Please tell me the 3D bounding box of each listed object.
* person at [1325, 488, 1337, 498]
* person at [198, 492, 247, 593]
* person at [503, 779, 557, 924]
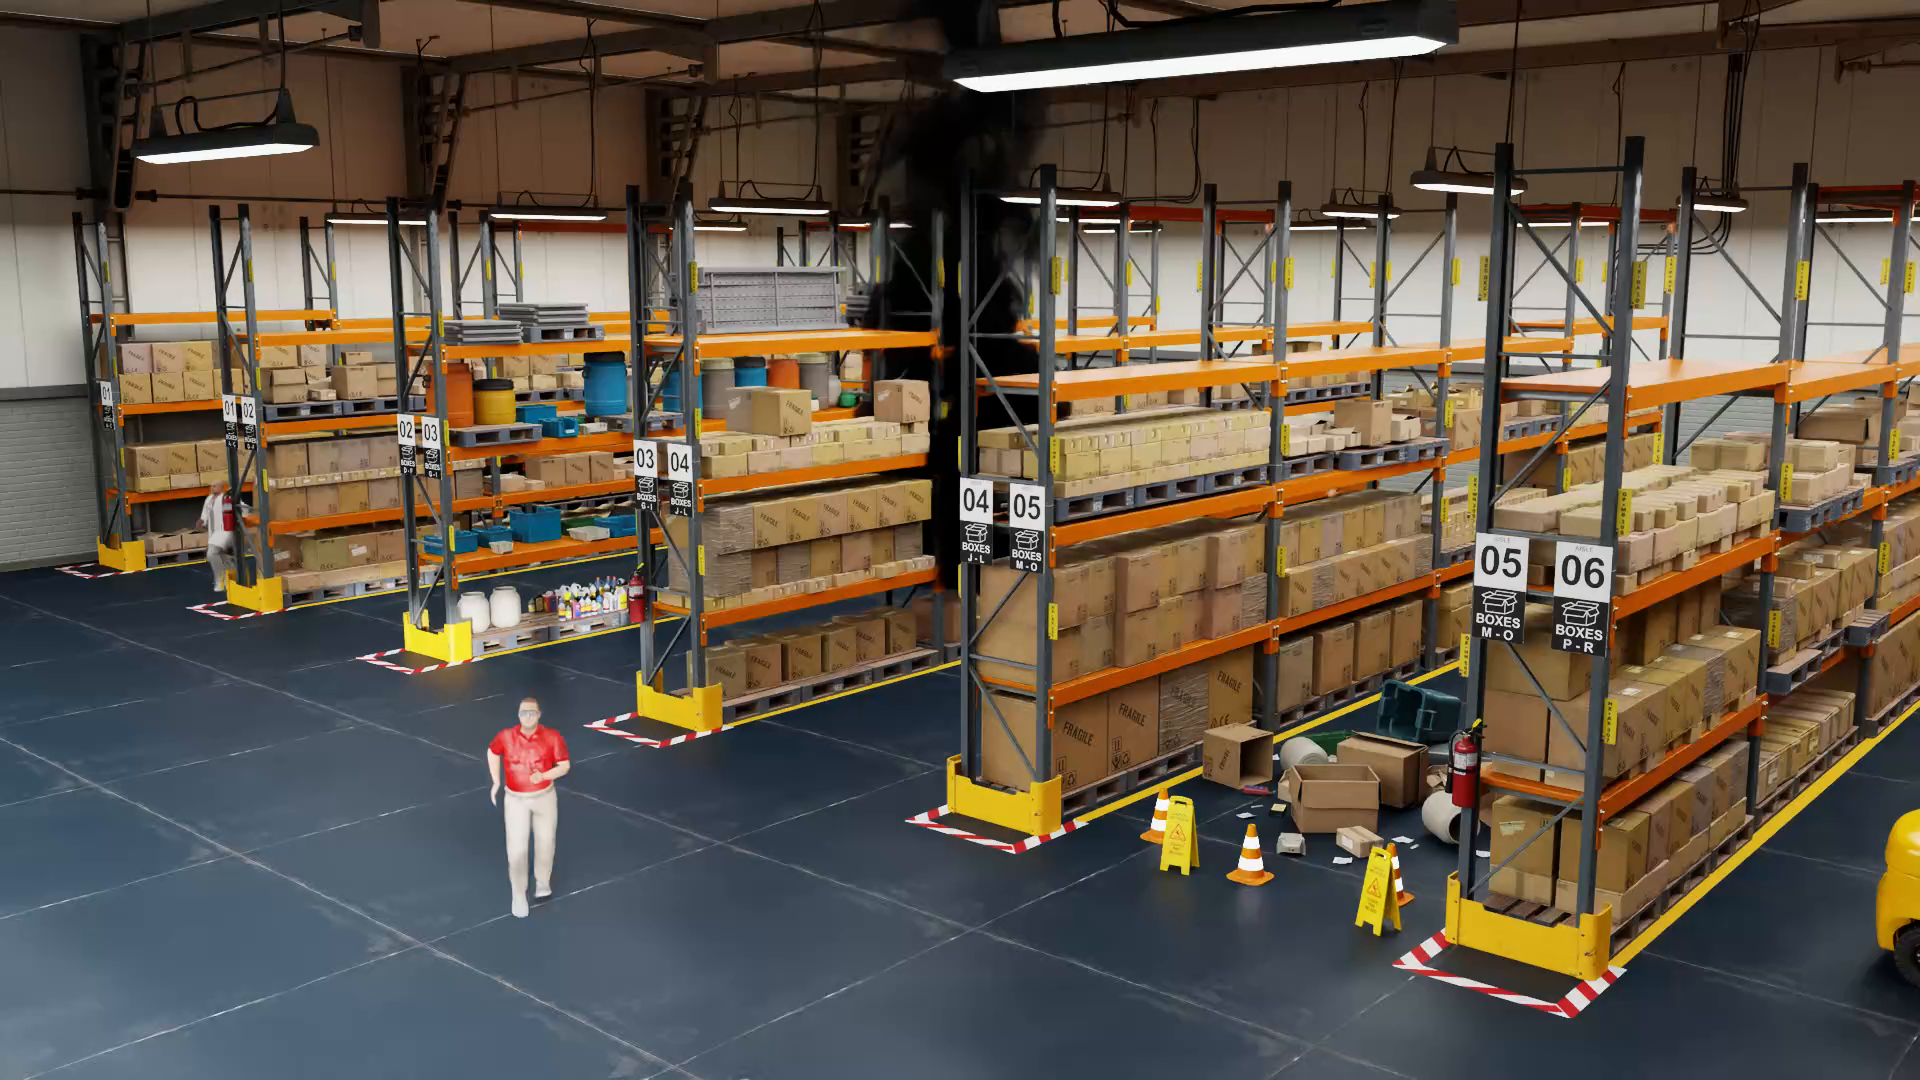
[{"bbox_3d":[5.852,-0.061,26.418,0.580,1.653,0.972,7,12,35],"label":"person"},{"bbox_3d":[-11.711,0.029,26.463,0.750,1.645,0.724,5,11,27],"label":"person"},{"bbox_3d":[-3.447,2.486,13.395,0.415,1.087,0.685,-3,10,-15],"label":"person"}]
